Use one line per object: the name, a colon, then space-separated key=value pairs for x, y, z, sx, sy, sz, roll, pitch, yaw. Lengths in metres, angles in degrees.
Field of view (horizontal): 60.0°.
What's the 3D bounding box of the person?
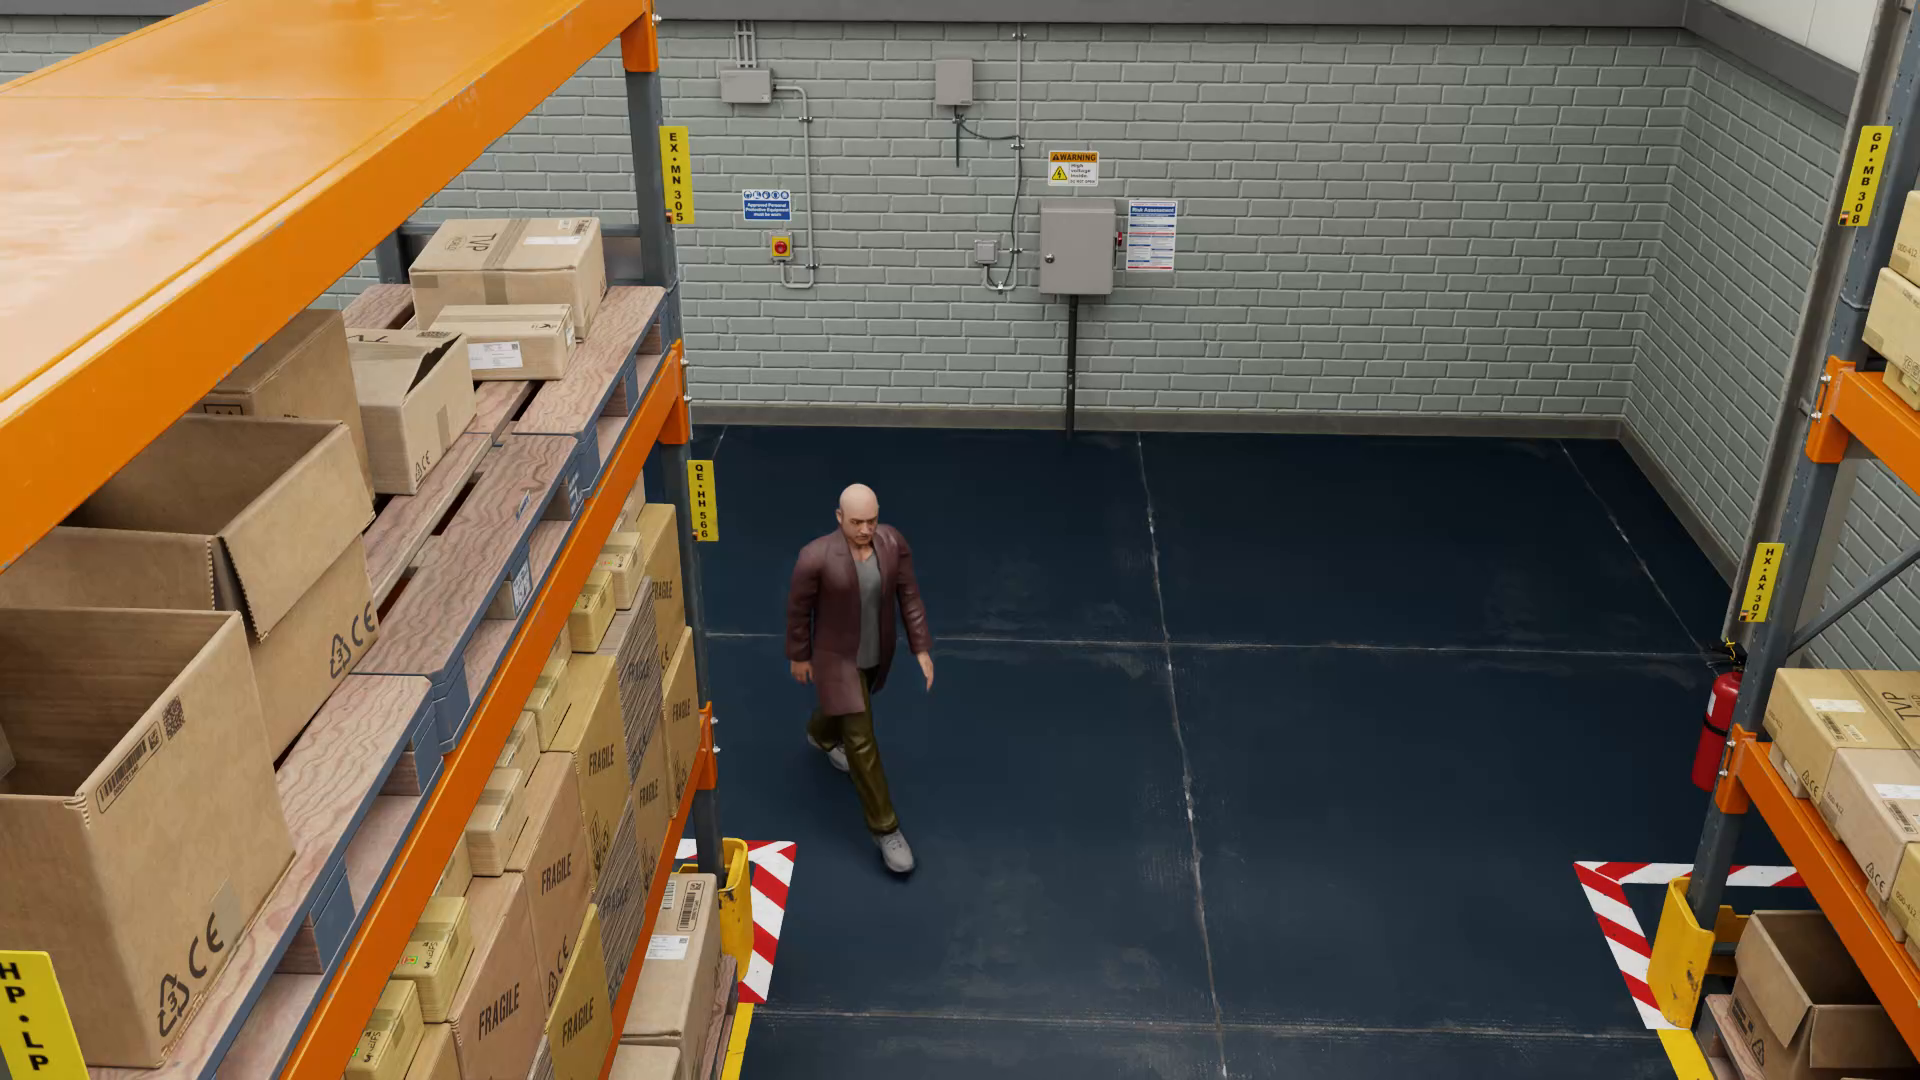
person: x=-0.457 y=0.512 z=7.628 sx=0.590 sy=1.703 sz=1.175 roll=-19 pitch=33 yaw=-32
